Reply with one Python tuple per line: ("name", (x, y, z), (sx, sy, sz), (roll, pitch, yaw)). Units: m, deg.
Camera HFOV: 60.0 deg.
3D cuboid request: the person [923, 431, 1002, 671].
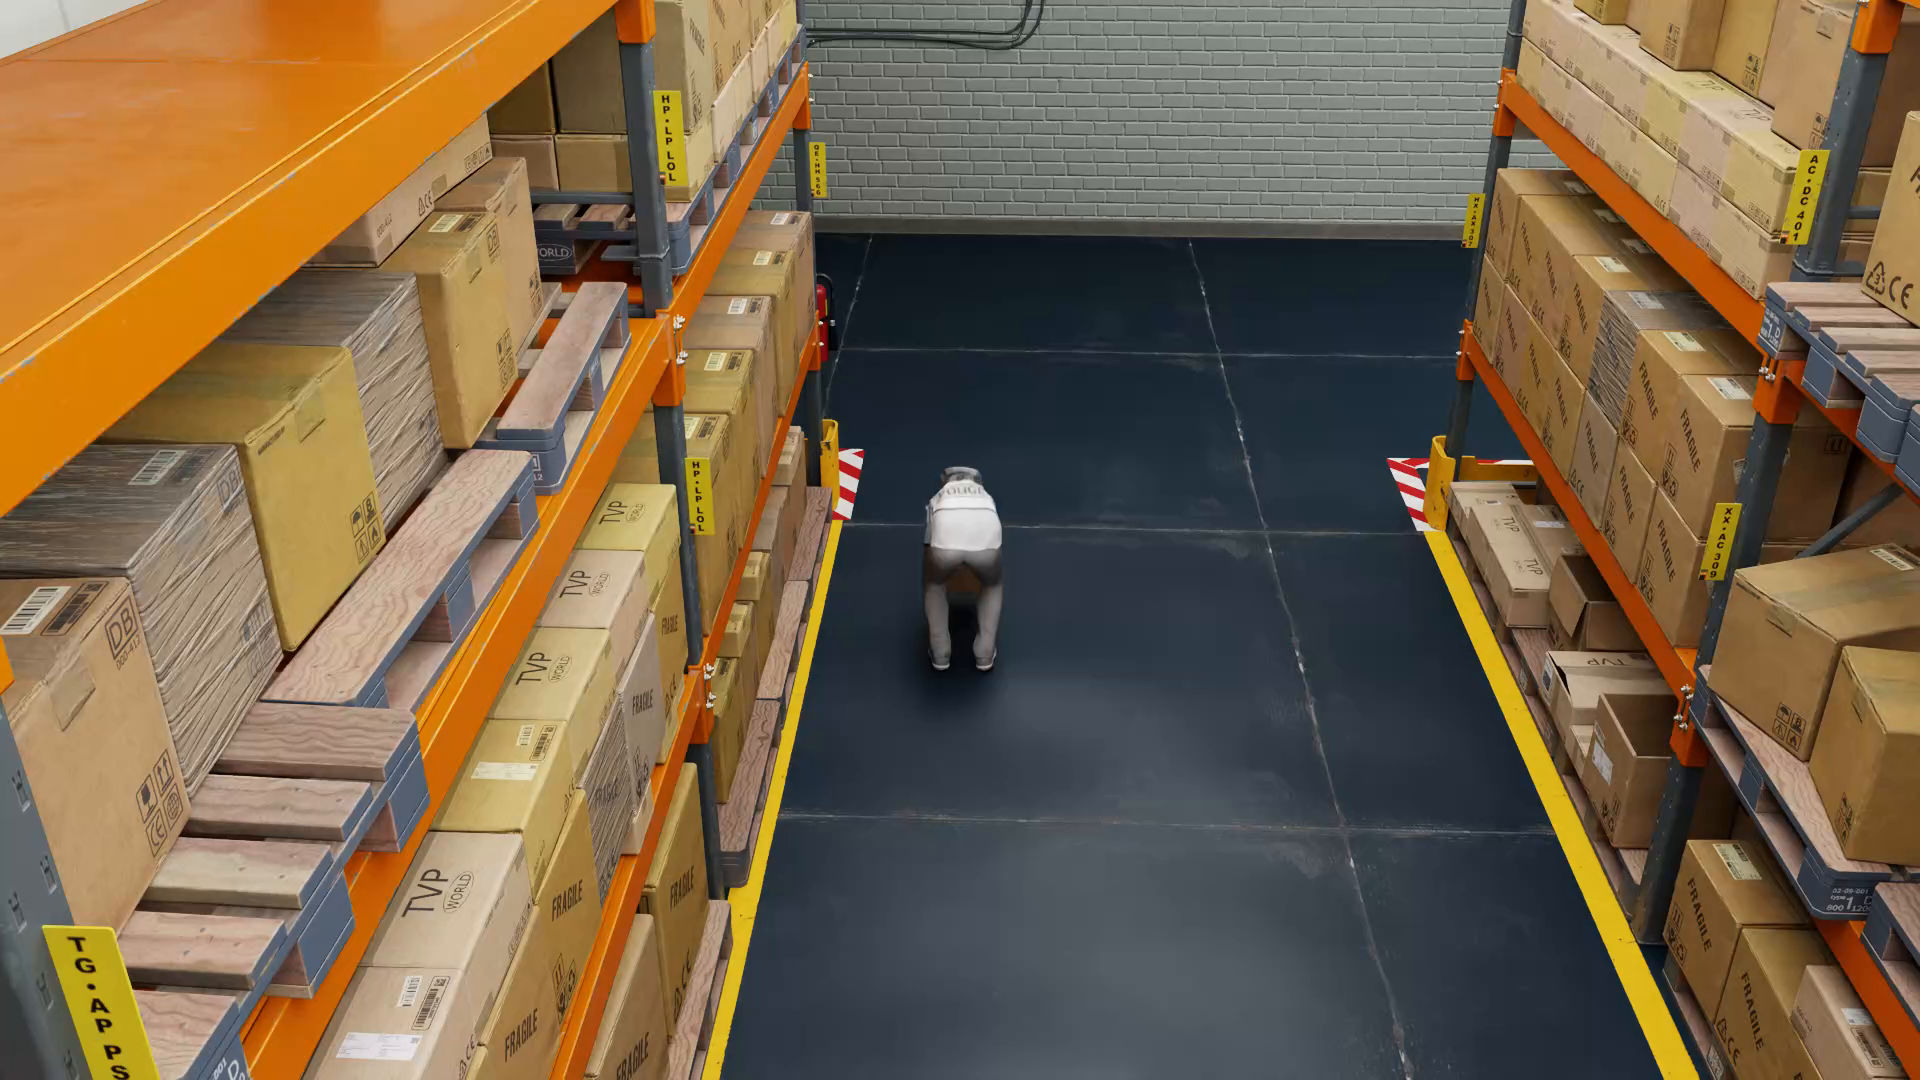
("person", (0.014, 0.050, 9.091), (0.420, 1.138, 0.939), (0, 28, 0))
